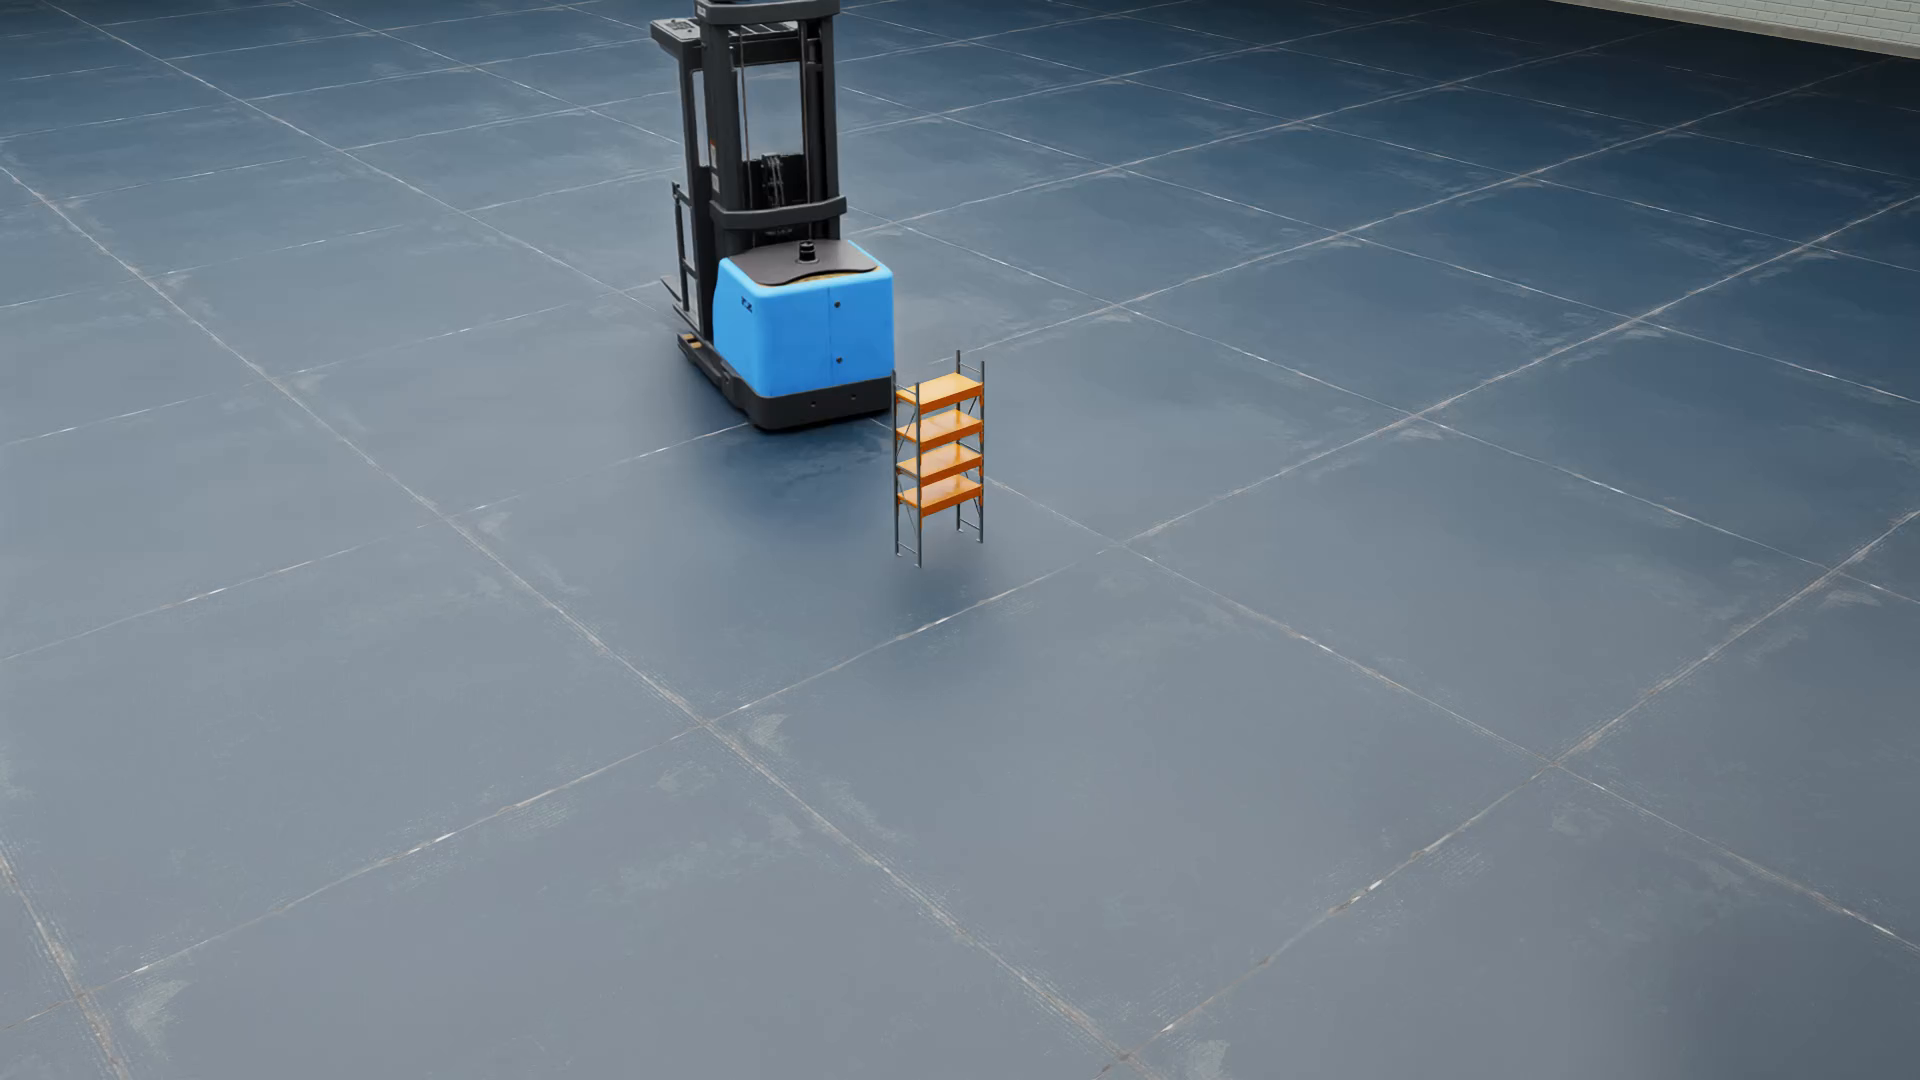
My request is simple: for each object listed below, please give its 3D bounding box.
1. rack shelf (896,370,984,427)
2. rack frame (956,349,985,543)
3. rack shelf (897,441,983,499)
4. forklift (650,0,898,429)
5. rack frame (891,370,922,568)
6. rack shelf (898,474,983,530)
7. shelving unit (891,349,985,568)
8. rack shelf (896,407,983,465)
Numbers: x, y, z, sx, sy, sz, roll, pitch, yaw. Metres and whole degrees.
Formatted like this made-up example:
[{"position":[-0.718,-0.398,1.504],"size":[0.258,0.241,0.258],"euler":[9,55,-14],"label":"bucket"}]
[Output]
[{"position":[-0.126,-0.825,9.687],"size":[0.480,0.148,0.258],"euler":[-22,35,-35],"label":"rack shelf"},{"position":[0.060,-0.553,10.012],"size":[0.015,1.200,0.240],"euler":[-22,35,-35],"label":"rack frame"},{"position":[-0.126,-0.419,9.904],"size":[0.480,0.148,0.258],"euler":[-22,35,-35],"label":"rack shelf"},{"position":[-1.543,-2.728,12.245],"size":[1.130,2.935,3.031],"euler":[-13,31,-23],"label":"forklift"},{"position":[-0.312,-0.404,9.733],"size":[0.015,1.200,0.240],"euler":[-22,35,-35],"label":"rack frame"},{"position":[-0.126,-0.244,9.998],"size":[0.480,0.148,0.258],"euler":[-22,35,-35],"label":"rack shelf"},{"position":[-0.126,-0.479,9.872],"size":[0.503,1.200,0.258],"euler":[-22,35,-35],"label":"shelving unit"},{"position":[-0.126,-0.616,9.799],"size":[0.480,0.148,0.258],"euler":[-22,35,-35],"label":"rack shelf"}]
